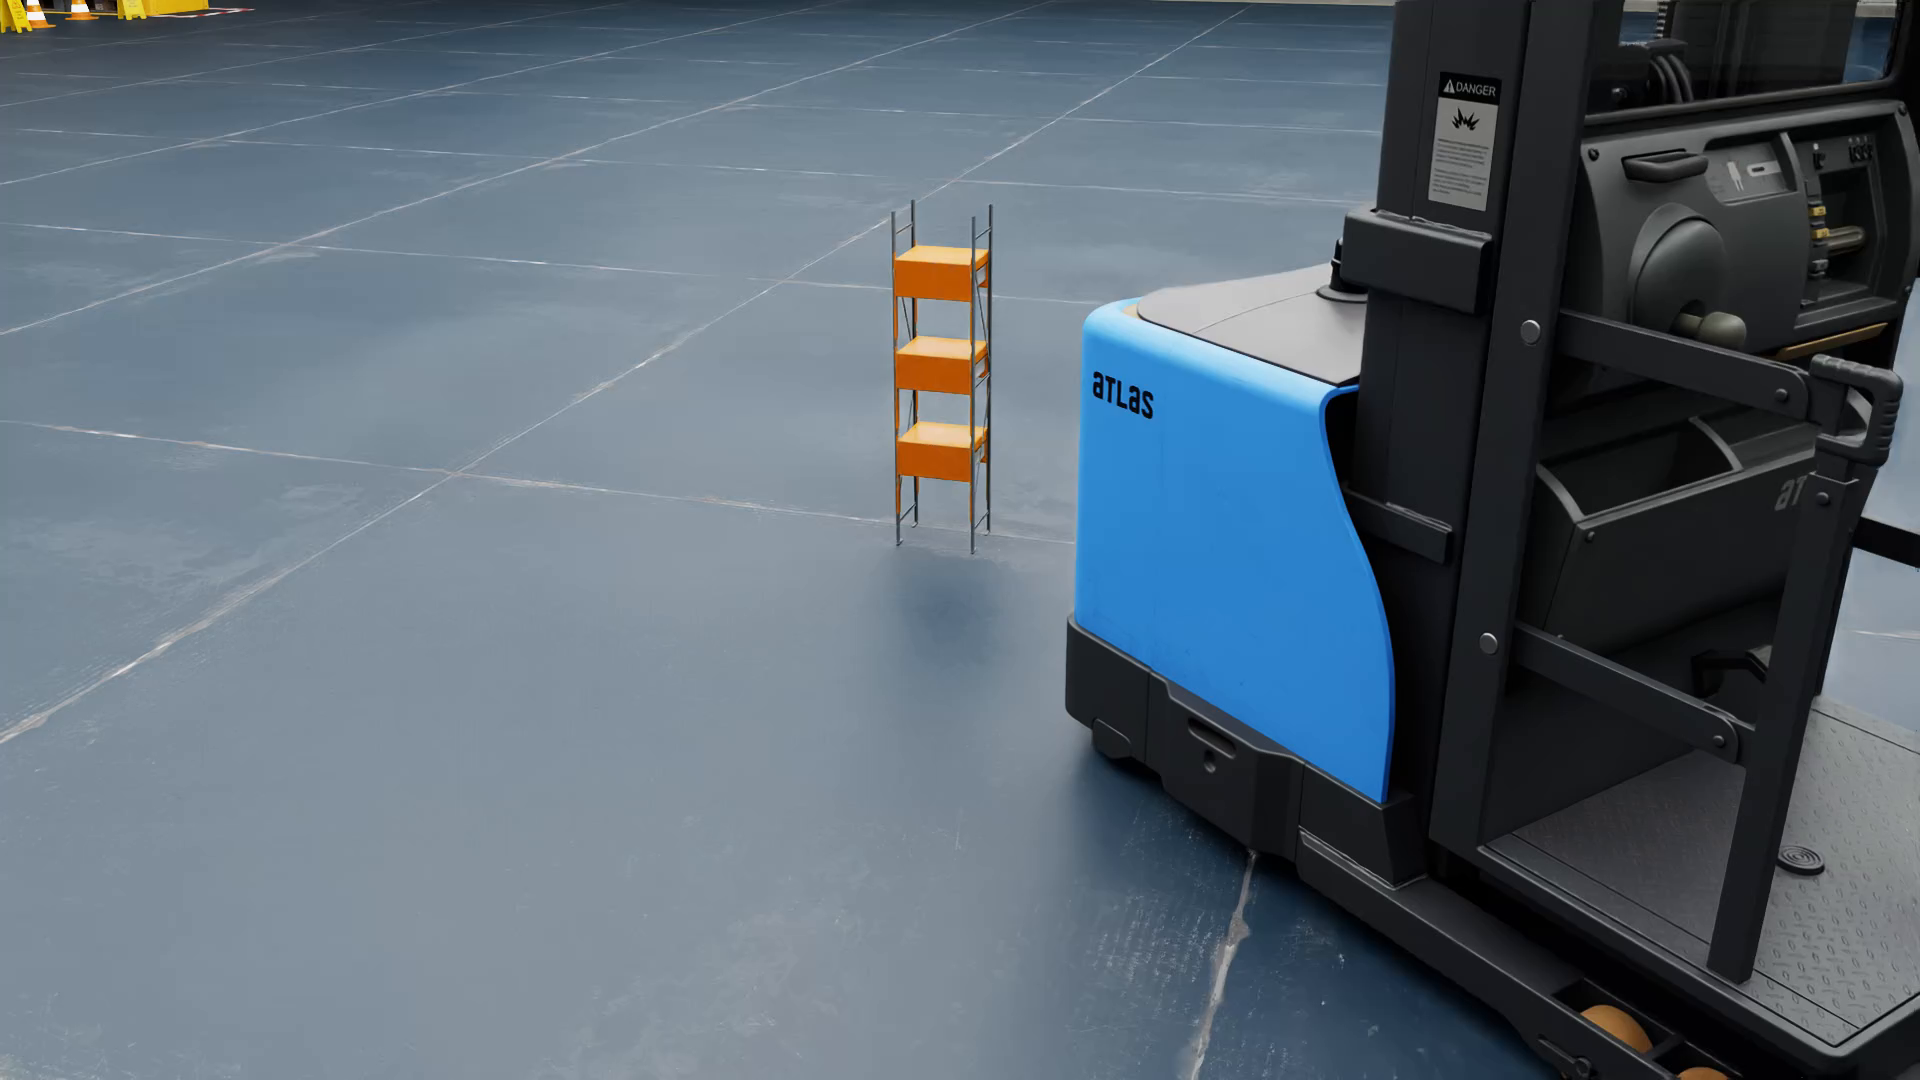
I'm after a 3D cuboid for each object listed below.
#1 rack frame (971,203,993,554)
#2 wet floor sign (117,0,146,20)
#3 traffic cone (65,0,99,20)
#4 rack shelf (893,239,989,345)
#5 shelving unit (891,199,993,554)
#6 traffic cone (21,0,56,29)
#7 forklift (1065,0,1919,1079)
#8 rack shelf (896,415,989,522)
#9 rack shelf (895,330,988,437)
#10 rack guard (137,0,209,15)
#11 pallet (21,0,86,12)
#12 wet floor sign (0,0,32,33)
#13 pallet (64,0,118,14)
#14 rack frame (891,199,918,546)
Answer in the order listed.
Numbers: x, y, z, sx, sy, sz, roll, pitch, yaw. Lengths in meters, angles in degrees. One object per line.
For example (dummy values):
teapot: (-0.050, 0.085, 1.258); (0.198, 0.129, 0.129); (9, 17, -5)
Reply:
rack frame: (0.066, -0.478, 5.052); (0.008, 1.050, 0.200); (7, 23, 15)
wet floor sign: (-11.126, -7.304, 22.227); (0.232, 0.644, 0.267); (16, 27, 34)
traffic cone: (-11.783, -7.208, 22.233); (0.334, 0.463, 0.336); (7, 23, 16)
rack shelf: (-0.051, -0.744, 4.981); (0.240, 0.259, 0.215); (7, 23, 15)
shelving unit: (-0.051, -0.492, 5.085); (0.252, 1.050, 0.215); (7, 23, 15)
traffic cone: (-11.778, -6.767, 21.159); (0.334, 0.463, 0.336); (7, 23, 16)
forklift: (1.487, -0.521, 2.678); (1.130, 2.935, 3.031); (-14, 26, -31)
rack shelf: (-0.051, -0.225, 5.195); (0.240, 0.259, 0.215); (7, 23, 15)
rack shelf: (-0.051, -0.482, 5.089); (0.240, 0.259, 0.215); (7, 23, 15)
rack guard: (-11.071, -7.655, 23.274); (0.348, 0.500, 1.175); (7, 23, 16)
pallet: (-13.003, -7.758, 23.905); (1.213, 0.211, 1.003); (7, 23, 16)
wet floor sign: (-11.732, -6.621, 20.560); (0.232, 0.644, 0.267); (3, 22, 6)
pallet: (-11.839, -7.623, 23.577); (1.213, 0.211, 1.003); (7, 23, 16)
rack frame: (-0.168, -0.505, 5.118); (0.008, 1.050, 0.200); (7, 23, 15)
